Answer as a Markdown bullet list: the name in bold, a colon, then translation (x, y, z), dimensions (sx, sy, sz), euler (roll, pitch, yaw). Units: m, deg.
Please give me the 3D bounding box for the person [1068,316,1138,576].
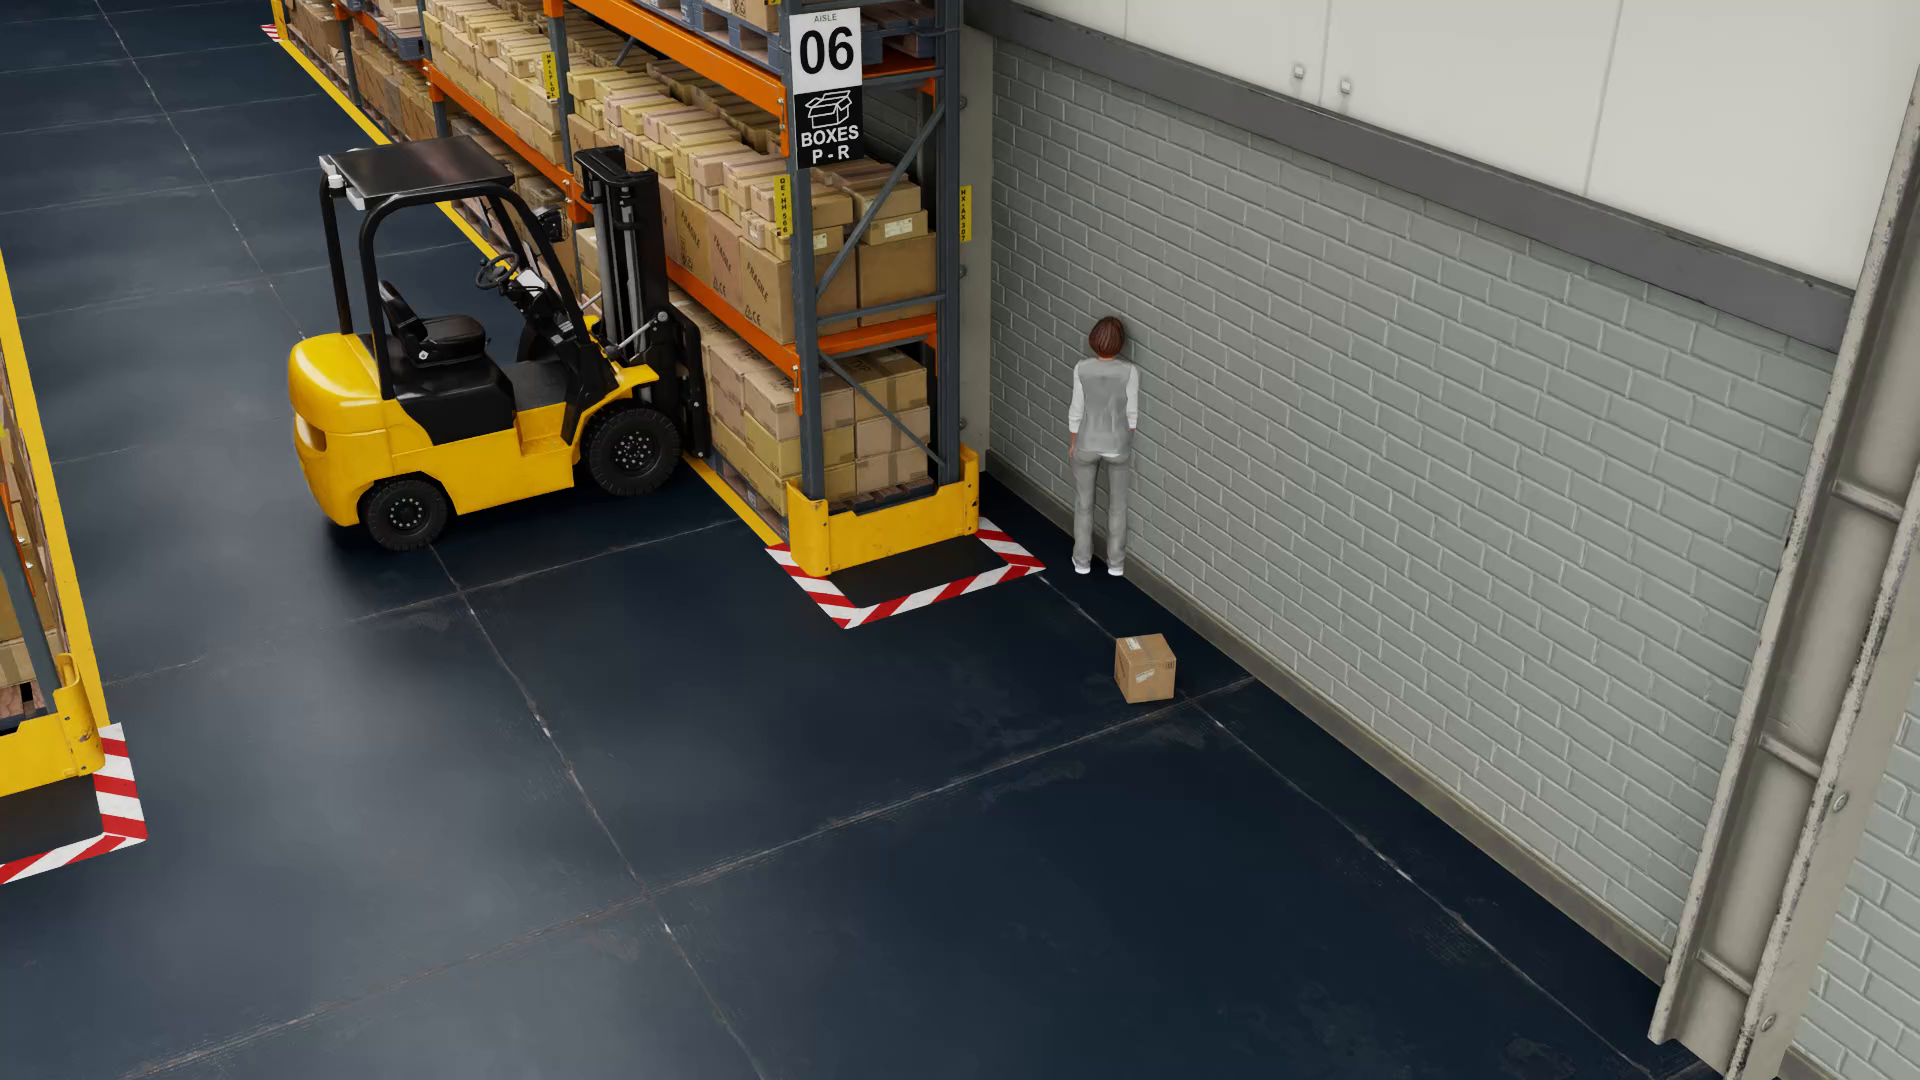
- **person**: translation (0.819, -0.529, 9.496), dimensions (0.409, 1.609, 0.309), euler (4, 30, 7)
